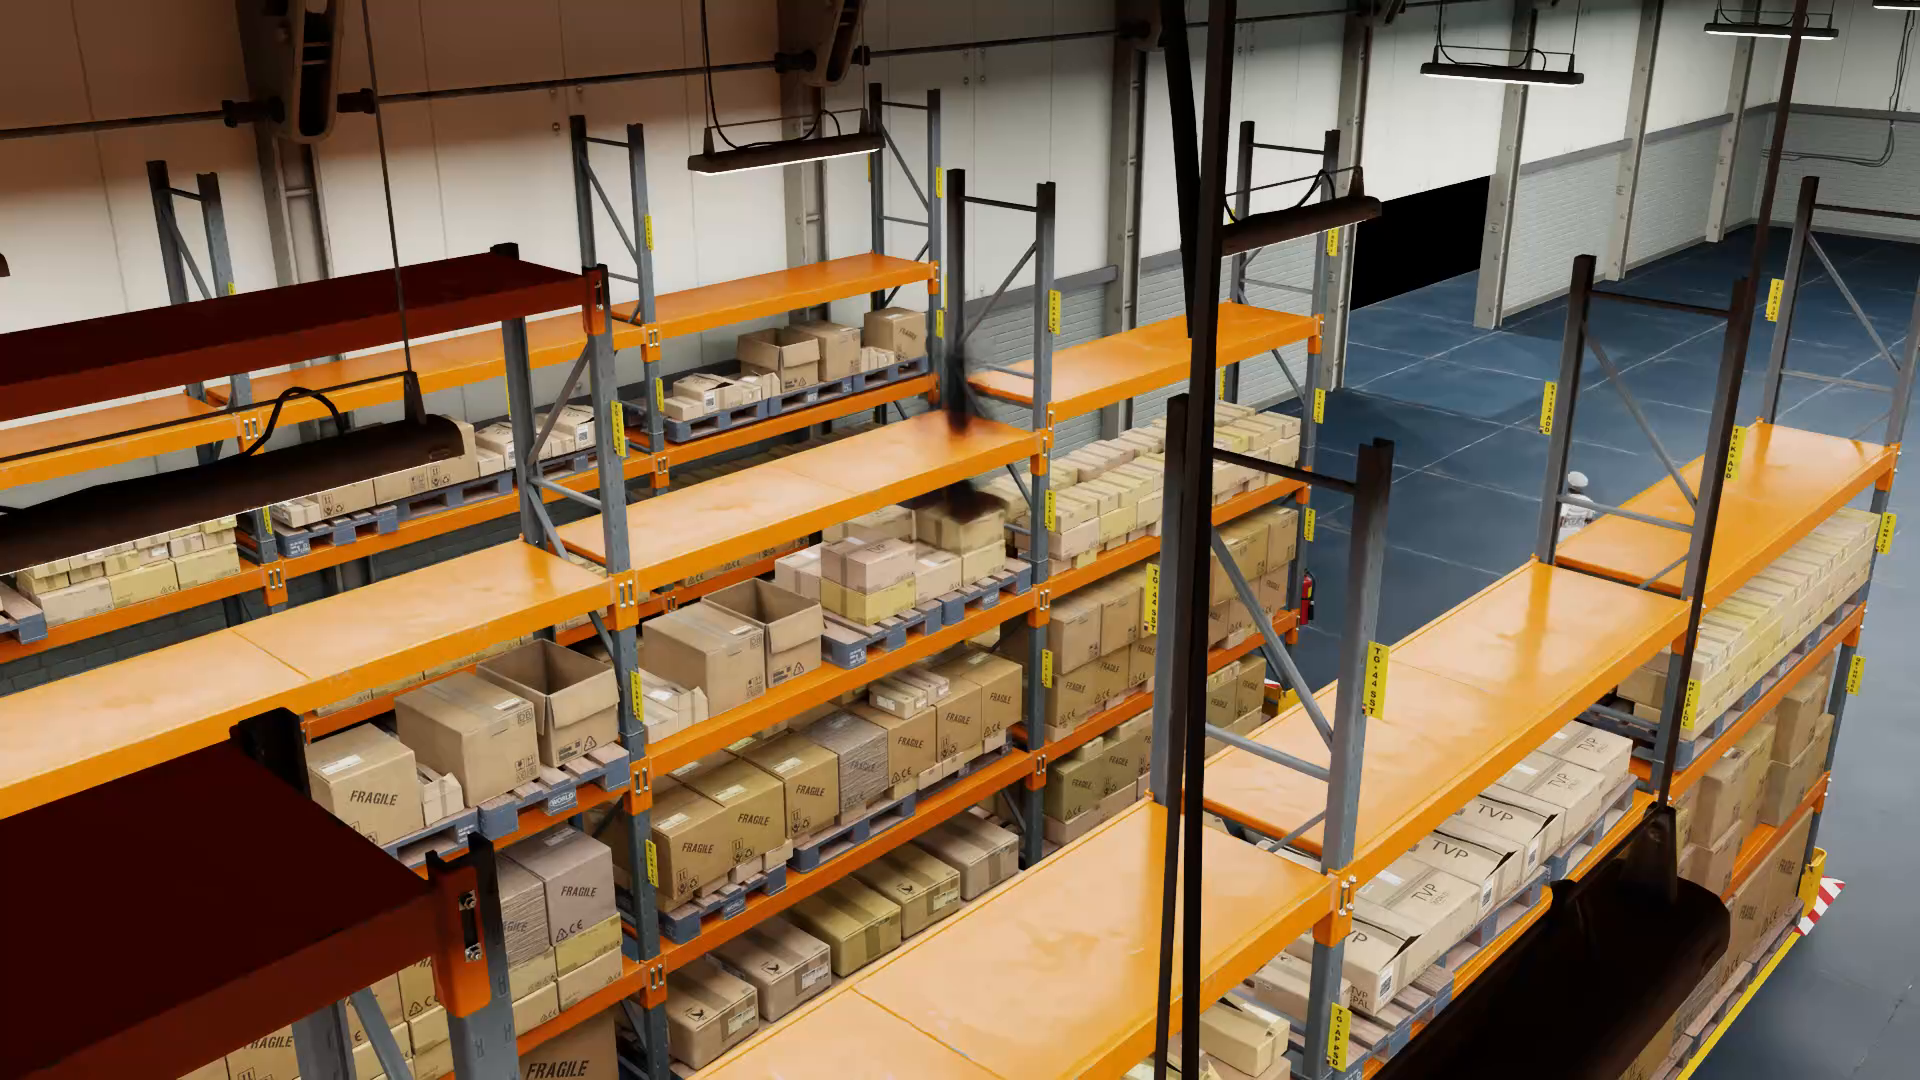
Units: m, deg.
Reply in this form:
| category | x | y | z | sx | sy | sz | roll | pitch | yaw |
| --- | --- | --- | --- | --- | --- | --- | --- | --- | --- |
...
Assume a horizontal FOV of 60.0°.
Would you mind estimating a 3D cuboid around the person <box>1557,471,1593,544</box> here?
| category | x | y | z | sx | sy | sz | roll | pitch | yaw |
| --- | --- | --- | --- | --- | --- | --- | --- | --- | --- |
| person | 7.163 | 0.039 | 19.515 | 0.540 | 1.699 | 0.929 | -1 | 21 | -3 |
